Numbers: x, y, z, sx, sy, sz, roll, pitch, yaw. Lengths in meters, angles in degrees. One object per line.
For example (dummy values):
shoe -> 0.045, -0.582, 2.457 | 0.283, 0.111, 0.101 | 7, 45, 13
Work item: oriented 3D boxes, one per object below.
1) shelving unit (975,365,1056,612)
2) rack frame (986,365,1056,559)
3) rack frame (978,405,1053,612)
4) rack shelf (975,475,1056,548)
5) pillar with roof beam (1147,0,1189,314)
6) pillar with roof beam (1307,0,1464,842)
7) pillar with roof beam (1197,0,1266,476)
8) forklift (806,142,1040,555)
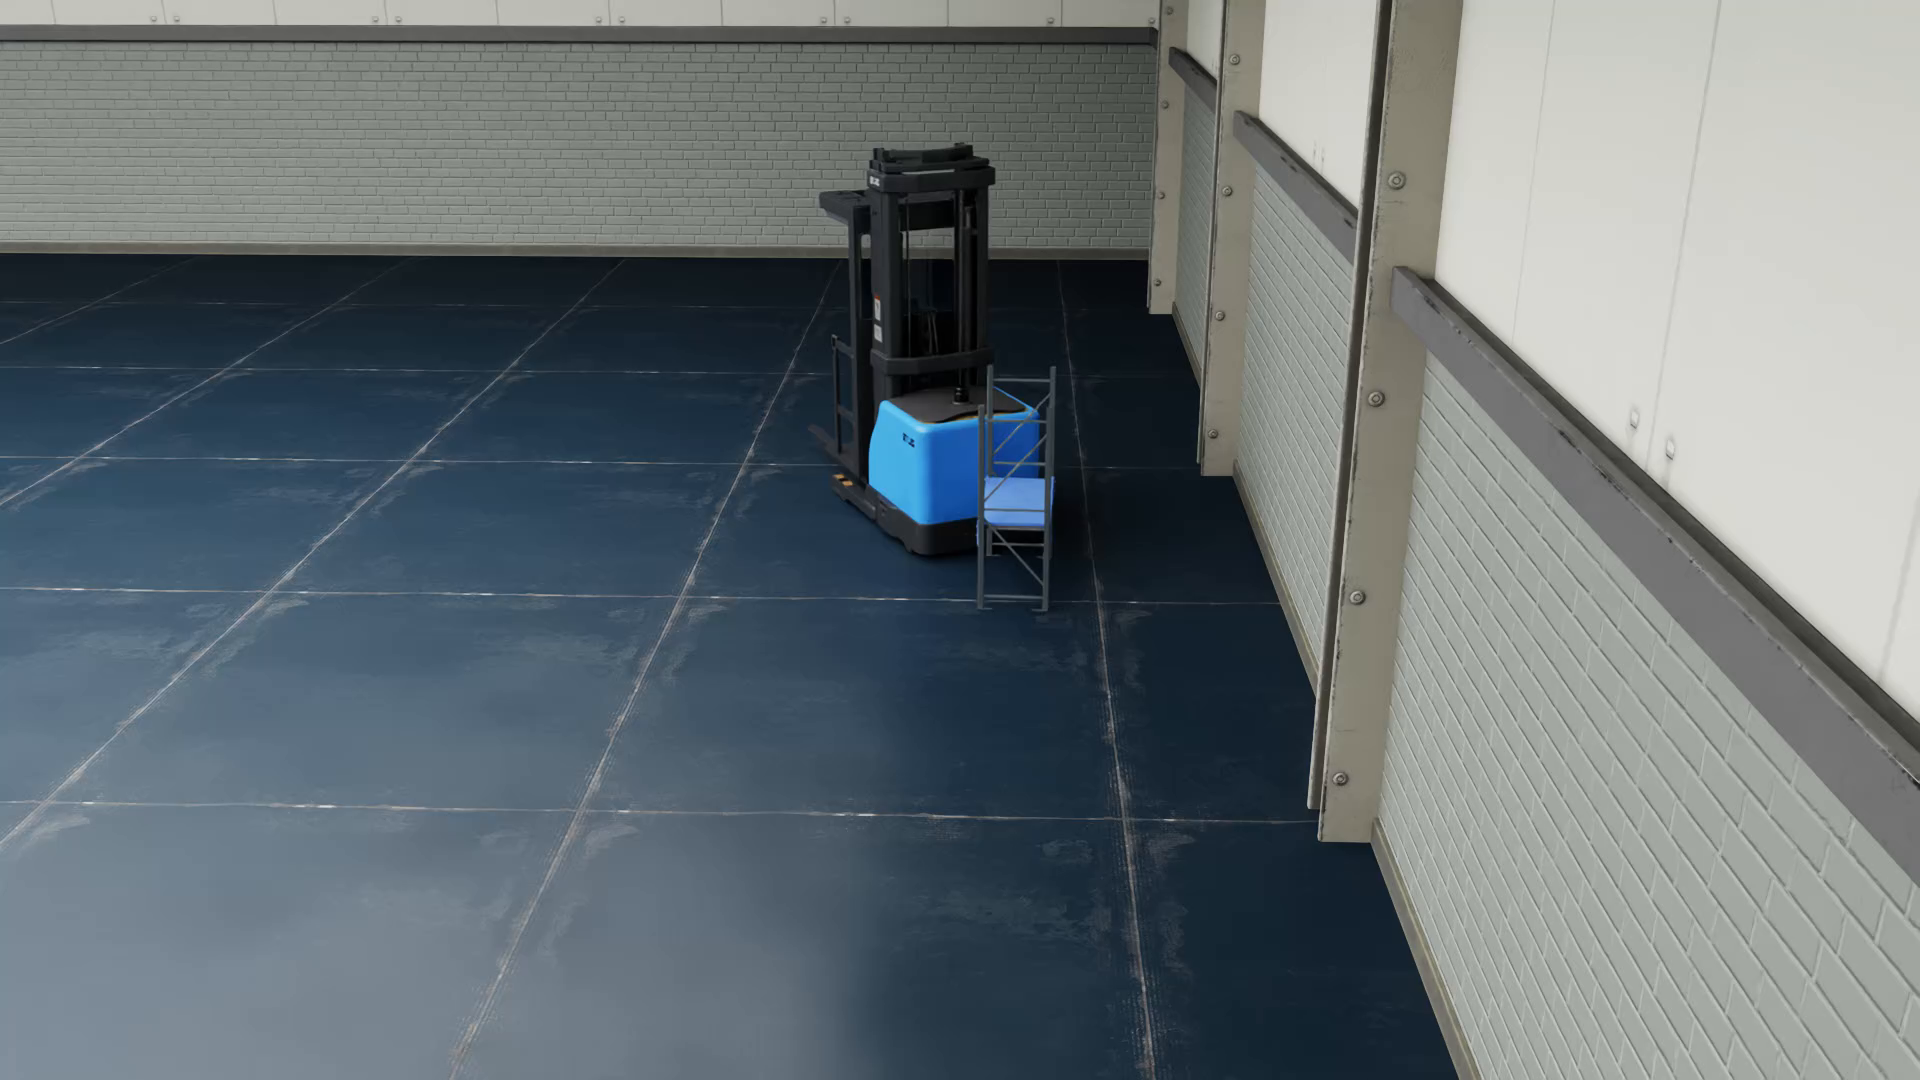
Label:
shelving unit -> 0.414, -0.385, 11.947 | 0.538, 1.500, 1.048 | 2, 21, 4
rack frame -> 0.453, -0.568, 12.420 | 0.500, 1.500, 0.032 | 2, 21, 4
rack frame -> 0.375, -0.201, 11.474 | 0.500, 1.500, 0.032 | 2, 21, 4
rack shelf -> 0.414, -0.217, 12.012 | 0.538, 0.185, 1.000 | 2, 21, 4
pillar with roof beam -> -1.860, -7.042, 18.737 | 9.100, 9.000, 0.400 | 1, 21, 2
pillar with roof beam -> -2.225, -2.703, 7.554 | 9.100, 9.000, 0.400 | 1, 21, 2
pillar with roof beam -> -2.042, -4.872, 13.146 | 9.100, 9.000, 0.400 | 1, 21, 2
forklift -> -0.454, -1.751, 13.489 | 1.130, 2.935, 3.031 | -9, 23, -23
